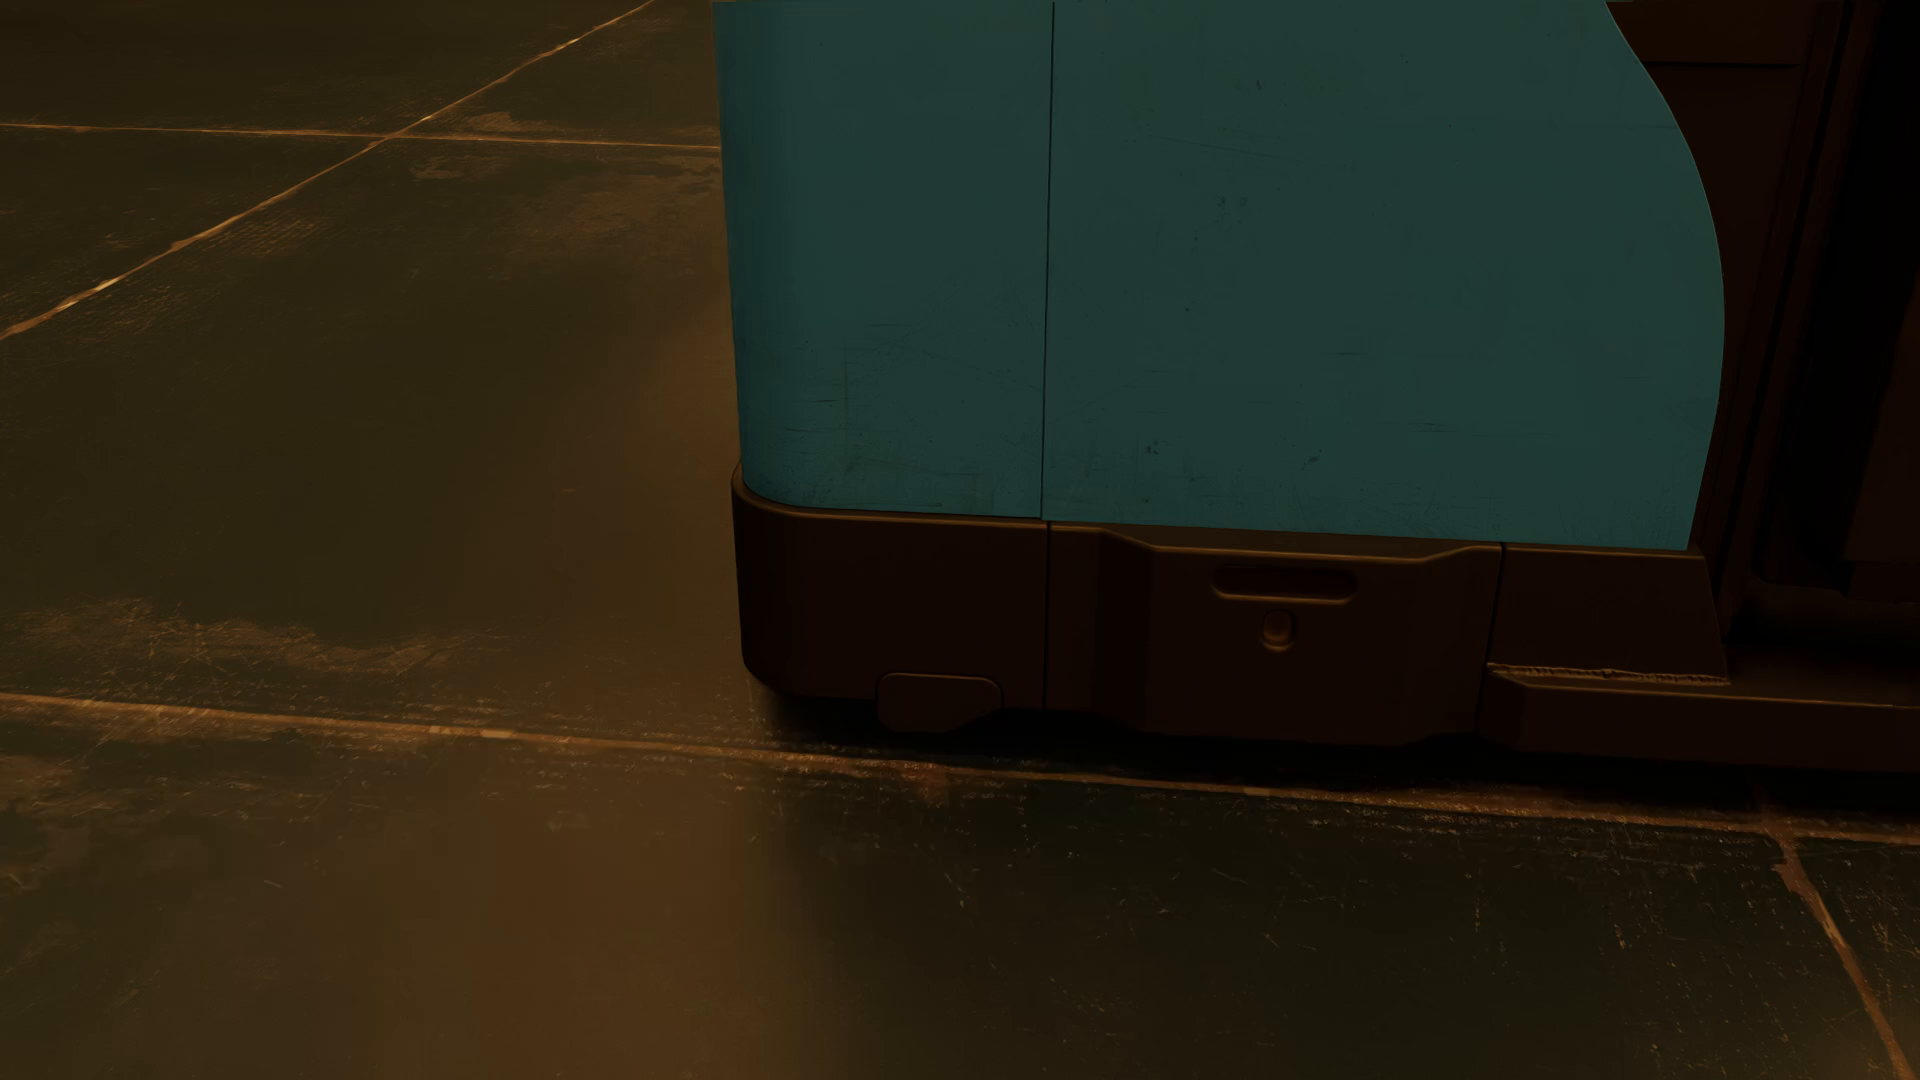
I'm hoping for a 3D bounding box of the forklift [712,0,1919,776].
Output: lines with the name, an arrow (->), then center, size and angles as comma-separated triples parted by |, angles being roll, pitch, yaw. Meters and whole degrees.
forklift -> 1.284, -1.225, 1.673 | 3.031, 2.935, 1.130 | 3, 27, 6
